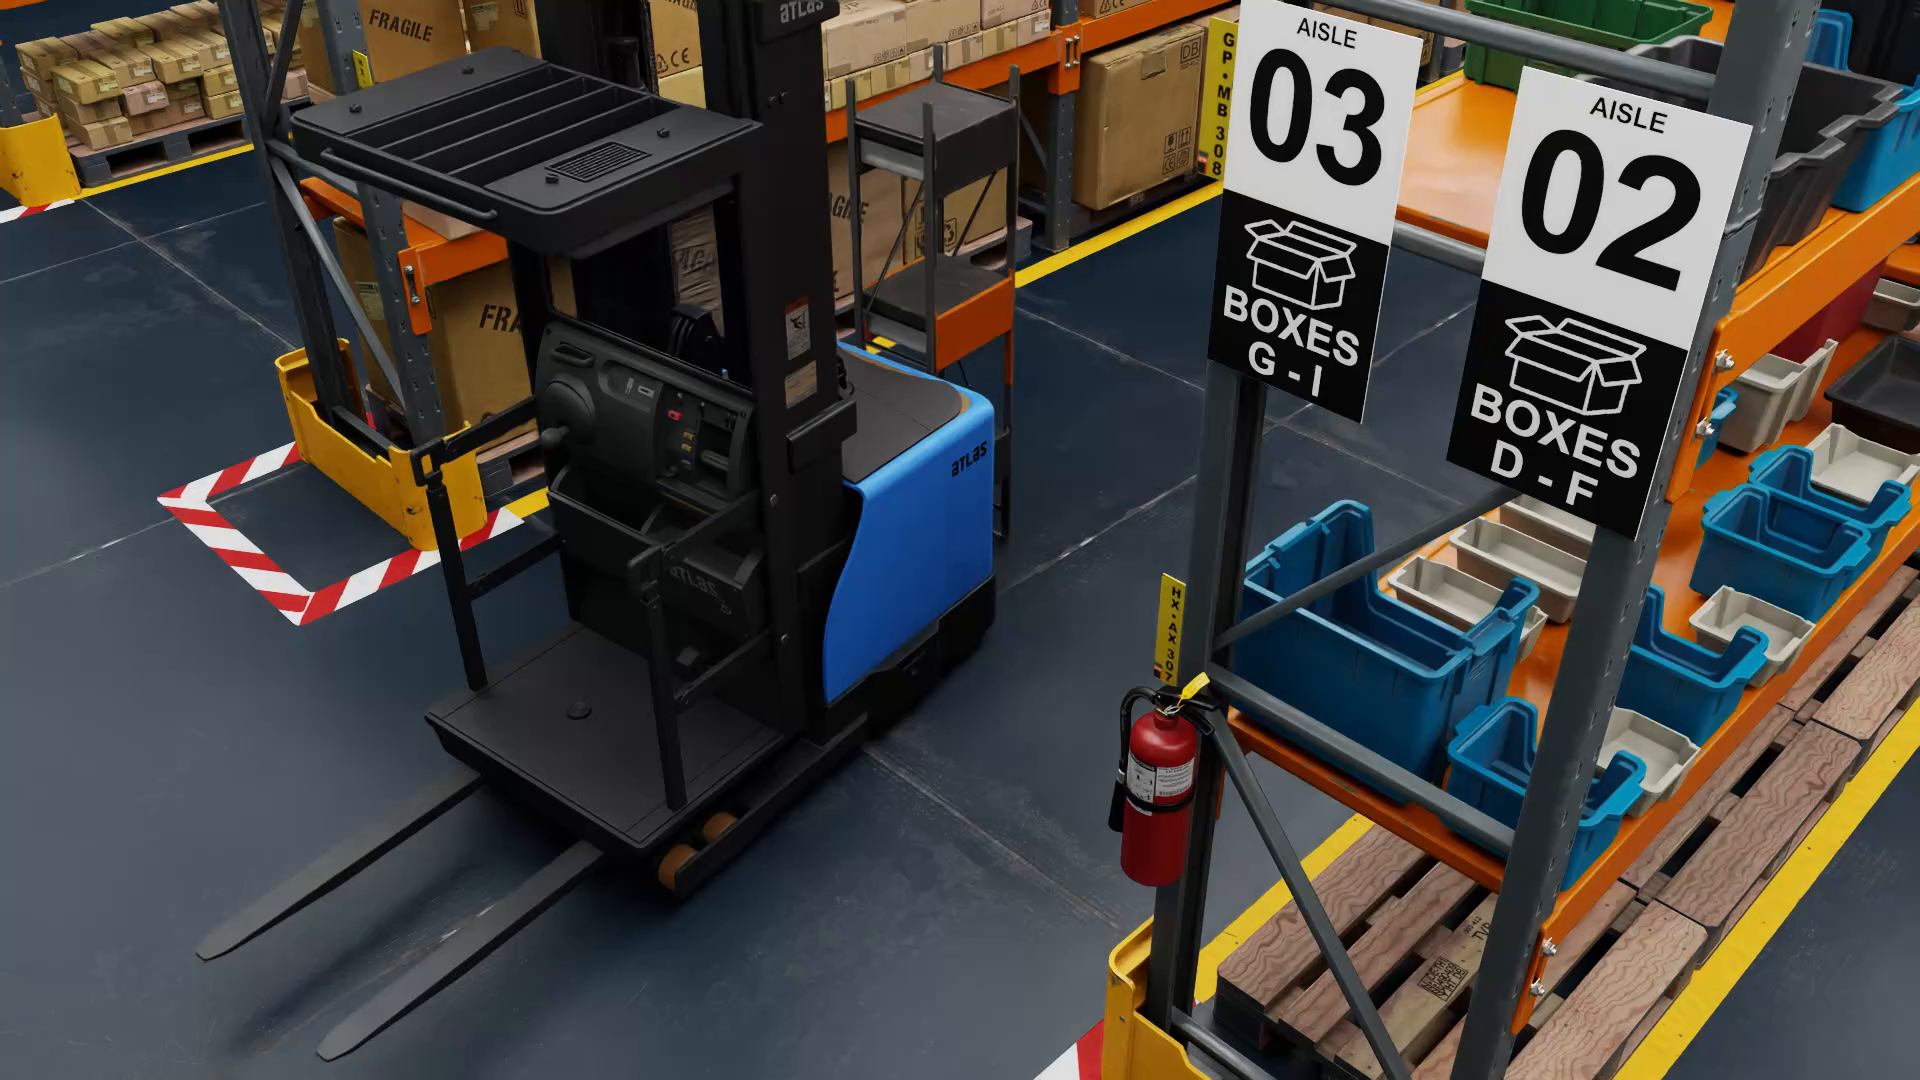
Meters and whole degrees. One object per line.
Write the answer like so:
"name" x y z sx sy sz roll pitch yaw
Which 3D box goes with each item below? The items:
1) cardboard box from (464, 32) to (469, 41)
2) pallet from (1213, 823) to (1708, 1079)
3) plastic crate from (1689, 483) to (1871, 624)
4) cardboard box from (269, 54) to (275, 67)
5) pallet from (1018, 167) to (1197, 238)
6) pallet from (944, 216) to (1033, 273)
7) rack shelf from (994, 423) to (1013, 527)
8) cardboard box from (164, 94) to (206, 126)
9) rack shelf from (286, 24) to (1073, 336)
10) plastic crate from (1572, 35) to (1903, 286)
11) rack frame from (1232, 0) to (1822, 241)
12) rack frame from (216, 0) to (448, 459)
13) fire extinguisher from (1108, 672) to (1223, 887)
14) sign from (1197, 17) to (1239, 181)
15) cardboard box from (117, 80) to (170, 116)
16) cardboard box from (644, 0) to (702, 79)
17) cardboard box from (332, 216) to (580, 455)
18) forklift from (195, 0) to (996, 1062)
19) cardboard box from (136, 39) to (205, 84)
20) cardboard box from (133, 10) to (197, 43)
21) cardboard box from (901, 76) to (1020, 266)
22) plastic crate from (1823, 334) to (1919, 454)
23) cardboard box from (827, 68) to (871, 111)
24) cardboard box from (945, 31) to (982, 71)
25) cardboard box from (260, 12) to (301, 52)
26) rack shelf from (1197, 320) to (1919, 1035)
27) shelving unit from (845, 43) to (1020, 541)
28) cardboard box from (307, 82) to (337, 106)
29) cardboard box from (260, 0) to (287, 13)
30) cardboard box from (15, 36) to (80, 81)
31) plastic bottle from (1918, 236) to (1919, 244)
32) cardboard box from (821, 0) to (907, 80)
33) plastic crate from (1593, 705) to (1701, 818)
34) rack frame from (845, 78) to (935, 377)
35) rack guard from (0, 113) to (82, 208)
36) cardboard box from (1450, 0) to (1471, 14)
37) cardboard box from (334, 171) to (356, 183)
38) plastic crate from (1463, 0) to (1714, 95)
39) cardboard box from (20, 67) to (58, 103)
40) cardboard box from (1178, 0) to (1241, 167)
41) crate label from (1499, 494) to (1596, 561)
"cardboard box" -3.627 -3.645 11.979 0.380 0.149 0.250 28 44 34
"pallet" 1.544 1.341 5.142 1.003 0.211 1.213 30 45 35
"plastic crate" 2.270 0.059 4.638 0.416 0.233 0.300 30 45 35
"cardboard box" -4.757 -3.184 11.058 0.380 0.149 0.250 27 43 33
"pallet" 0.729 -2.303 10.368 1.003 0.211 1.213 30 45 35
"pallet" -0.353 -1.683 9.478 1.003 0.211 1.213 30 45 35
"rack shelf" -0.097 -0.240 7.006 0.431 0.518 0.480 25 42 31
"cardboard box" -5.136 -2.849 10.838 0.250 0.149 0.380 -29 44 -35
"rack shelf" -1.171 -1.997 8.119 1.077 0.370 4.000 30 45 35
"plastic crate" 1.404 -0.704 3.130 0.497 0.269 0.590 30 45 35
"rack frame" 0.935 -1.944 2.171 1.000 3.000 0.127 30 45 35
"rack frame" -2.580 -1.480 6.750 1.000 3.000 0.127 30 45 35
"fire extinguisher" 0.506 0.579 4.191 0.296 0.674 0.183 30 45 35
"sign" 0.533 -0.886 3.368 0.100 0.325 0.005 30 45 35
"cardboard box" -5.244 -2.842 10.568 0.380 0.149 0.250 29 44 35
"cardboard box" -1.337 -2.350 7.212 0.500 0.500 0.500 28 44 34
"cardboard box" -2.186 -1.073 7.656 0.875 0.875 0.875 30 45 35
"forklift" -1.149 -0.339 5.173 1.130 2.935 3.031 24 41 30
"cardboard box" -5.041 -3.053 10.611 0.380 0.149 0.250 29 44 35
"cardboard box" -5.298 -3.398 11.106 0.380 0.149 0.250 28 43 34
"cardboard box" -0.283 -2.169 9.228 0.875 0.875 0.875 30 45 35
"plastic crate" 3.155 -0.456 5.470 0.437 0.125 0.590 30 45 35
"cardboard box" -0.649 -2.223 8.035 0.380 0.149 0.250 29 44 35
"cardboard box" -0.106 -2.536 8.484 0.380 0.149 0.250 29 44 35
"cardboard box" -4.505 -3.385 11.086 0.250 0.149 0.380 -29 44 -35
"rack shelf" 2.344 0.000 5.257 1.077 0.370 4.000 30 45 35
"shelving unit" -0.097 -0.825 6.597 0.431 2.100 0.503 25 42 31
"cardboard box" -2.427 -1.844 7.143 0.500 0.250 0.500 29 44 35
"cardboard box" -4.719 -3.710 11.553 0.250 0.149 0.380 -30 45 -35
"cardboard box" -5.835 -3.084 10.655 0.250 0.149 0.380 -29 44 -35
"plastic bottle" 3.903 -1.273 6.627 0.097 0.201 0.097 0 35 0
"cardboard box" -0.609 -2.461 8.027 0.500 0.250 0.500 -29 44 -35
"plastic crate" 1.628 0.536 4.038 0.250 0.136 0.298 30 45 35
"rack frame" -0.252 -0.717 6.443 0.400 2.100 0.015 25 42 31
"rack guard" -5.975 -2.525 10.434 1.175 0.500 0.348 30 45 35
"cardboard box" 3.515 -4.162 12.397 0.700 0.500 0.500 27 43 33
"cardboard box" -2.562 -1.654 7.219 0.250 0.149 0.380 -29 44 -35
"plastic crate" 1.427 -1.142 3.829 0.450 0.188 0.336 30 45 35
"cardboard box" -5.859 -2.974 10.757 0.380 0.149 0.250 28 44 34
"cardboard box" 1.304 -3.035 10.470 1.225 0.875 0.875 28 44 34
"crate label" 1.775 -0.039 4.861 0.396 0.136 0.243 30 45 35
